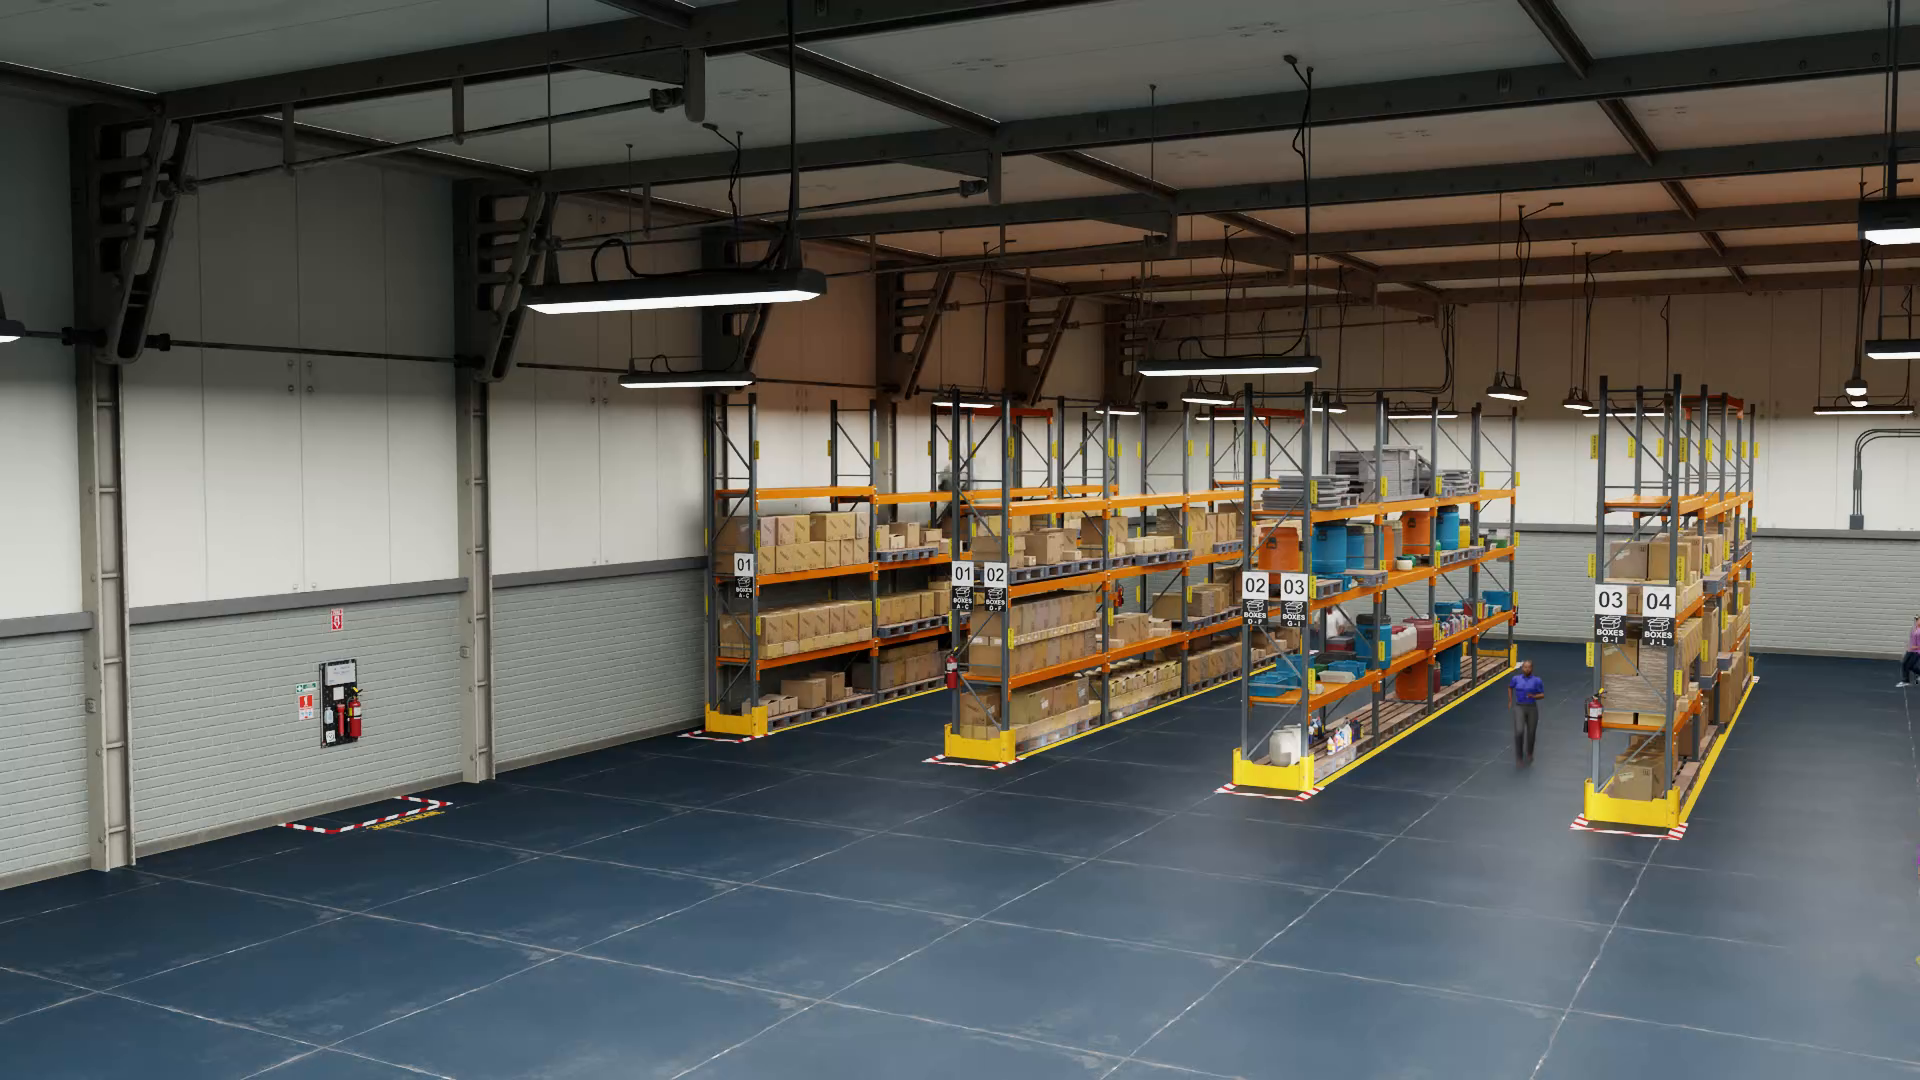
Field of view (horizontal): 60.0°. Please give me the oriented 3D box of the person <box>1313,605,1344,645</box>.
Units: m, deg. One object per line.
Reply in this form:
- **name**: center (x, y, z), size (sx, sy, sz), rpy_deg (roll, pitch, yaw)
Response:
- **person**: center (8.131, 2.162, 36.735), size (0.700, 1.745, 0.796), rpy_deg (1, 3, 21)

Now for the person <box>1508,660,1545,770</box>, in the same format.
- **person**: center (8.962, 2.758, 26.339), size (0.549, 1.705, 0.778), rpy_deg (1, 3, 17)

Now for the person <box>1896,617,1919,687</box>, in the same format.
- **person**: center (20.154, 2.357, 34.990), size (0.592, 1.552, 0.579), rpy_deg (0, 3, -5)
